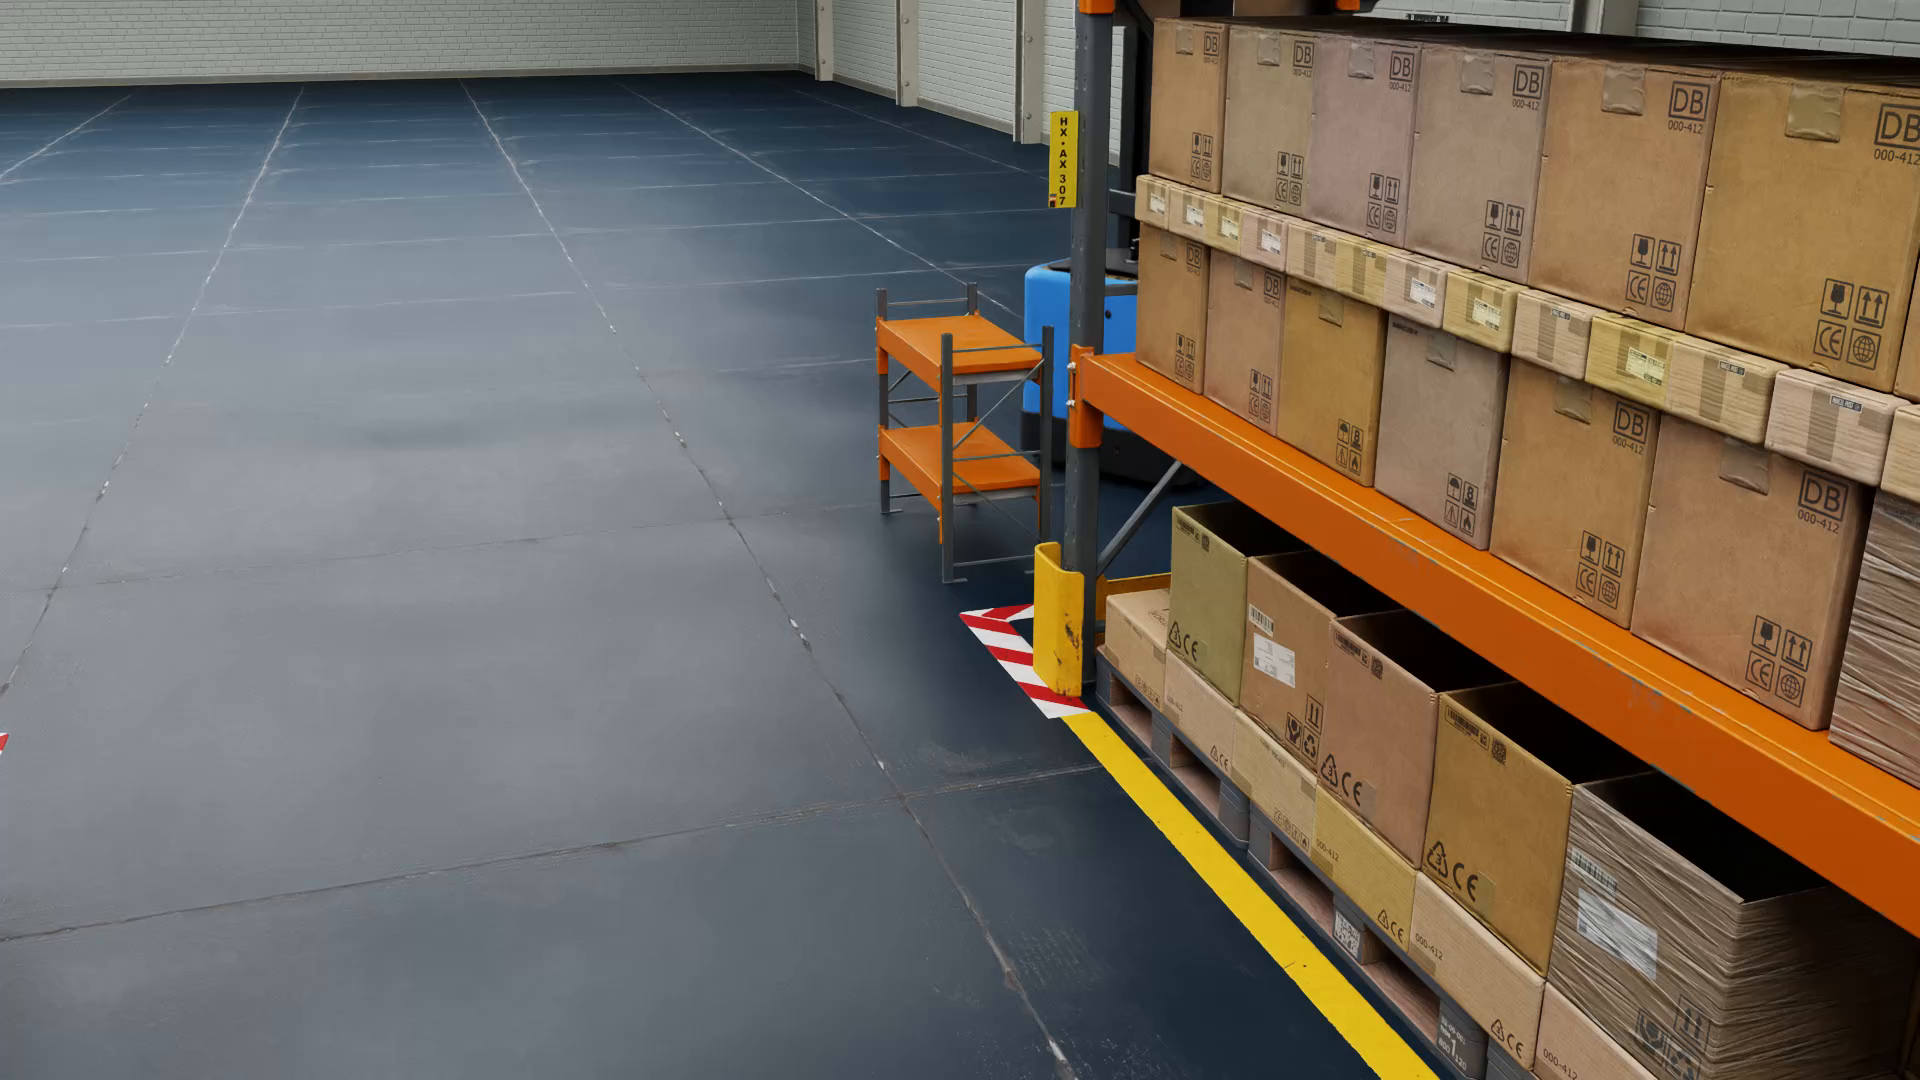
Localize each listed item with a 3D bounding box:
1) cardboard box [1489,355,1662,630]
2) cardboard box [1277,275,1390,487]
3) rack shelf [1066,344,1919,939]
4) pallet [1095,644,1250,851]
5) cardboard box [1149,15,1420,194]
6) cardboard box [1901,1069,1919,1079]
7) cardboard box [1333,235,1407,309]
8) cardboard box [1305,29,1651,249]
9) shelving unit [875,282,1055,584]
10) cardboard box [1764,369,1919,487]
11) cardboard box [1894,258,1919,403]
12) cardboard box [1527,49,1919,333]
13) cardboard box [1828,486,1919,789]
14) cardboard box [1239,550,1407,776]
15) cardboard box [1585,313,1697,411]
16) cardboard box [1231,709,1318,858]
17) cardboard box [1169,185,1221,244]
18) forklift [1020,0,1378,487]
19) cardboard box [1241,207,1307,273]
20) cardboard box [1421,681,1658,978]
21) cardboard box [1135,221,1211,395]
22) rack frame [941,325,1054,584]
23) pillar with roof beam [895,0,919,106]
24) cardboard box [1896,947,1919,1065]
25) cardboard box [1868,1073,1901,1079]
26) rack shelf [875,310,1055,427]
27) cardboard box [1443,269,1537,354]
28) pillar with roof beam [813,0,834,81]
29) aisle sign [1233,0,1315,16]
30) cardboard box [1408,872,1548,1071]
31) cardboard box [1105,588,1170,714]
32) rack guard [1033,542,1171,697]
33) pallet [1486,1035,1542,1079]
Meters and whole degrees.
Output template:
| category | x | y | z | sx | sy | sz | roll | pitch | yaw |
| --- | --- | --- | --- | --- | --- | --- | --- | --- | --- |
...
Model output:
| category | x | y | z | sx | sy | sz | roll | pitch | yaw |
| --- | --- | --- | --- | --- | --- | --- | --- | --- | --- |
| cardboard box | 1.671 | -0.158 | 3.770 | 0.700 | 0.500 | 0.500 | -6 | 21 | -16 |
| cardboard box | 1.340 | -0.490 | 4.696 | 0.700 | 0.500 | 0.500 | -6 | 21 | -17 |
| rack shelf | 1.514 | 0.058 | 4.382 | 1.077 | 0.370 | 4.000 | -6 | 21 | -17 |
| pallet | 1.165 | 0.631 | 5.848 | 1.003 | 0.211 | 1.213 | -6 | 21 | -17 |
| cardboard box | 1.036 | -1.412 | 5.343 | 0.700 | 0.500 | 0.500 | -6 | 21 | -17 |
| cardboard box | 2.284 | 1.277 | 3.371 | 0.500 | 0.250 | 0.500 | -6 | 21 | -17 |
| cardboard box | 1.211 | -0.713 | 4.356 | 0.380 | 0.149 | 0.250 | -7 | 21 | -18 |
| cardboard box | 1.366 | -1.082 | 4.425 | 0.700 | 0.500 | 0.500 | -6 | 21 | -17 |
| shelving unit | 0.002 | -0.527 | 7.720 | 0.538 | 1.125 | 1.048 | -6 | 21 | -17 |
| cardboard box | 1.693 | -0.219 | 2.981 | 0.380 | 0.149 | 0.250 | -7 | 21 | -19 |
| cardboard box | 1.997 | -0.438 | 2.632 | 0.700 | 0.500 | 0.500 | -6 | 21 | -17 |
| cardboard box | 1.680 | -0.761 | 3.531 | 0.700 | 0.500 | 0.500 | -6 | 21 | -17 |
| cardboard box | 1.997 | 0.172 | 2.851 | 0.700 | 0.500 | 0.500 | -7 | 21 | -19 |
| cardboard box | 1.171 | 0.336 | 4.880 | 0.500 | 0.500 | 0.500 | -6 | 21 | -17 |
| cardboard box | 1.535 | -0.382 | 3.436 | 0.380 | 0.149 | 0.250 | -6 | 21 | -17 |
| cardboard box | 1.160 | 0.690 | 5.004 | 0.500 | 0.250 | 0.500 | -6 | 21 | -17 |
| cardboard box | 0.890 | -1.042 | 5.271 | 0.380 | 0.149 | 0.250 | -7 | 21 | -19 |
| forklift | 1.628 | -2.085 | 9.385 | 1.130 | 2.935 | 3.031 | 15 | 24 | 35 |
| cardboard box | 1.044 | -0.880 | 4.822 | 0.380 | 0.149 | 0.250 | -7 | 21 | -18 |
| cardboard box | 1.482 | 0.657 | 3.986 | 0.500 | 0.500 | 0.500 | -6 | 21 | -17 |
| cardboard box | 1.020 | -0.818 | 5.609 | 0.700 | 0.500 | 0.500 | -6 | 21 | -17 |
| rack frame | 0.162 | -0.364 | 7.266 | 0.500 | 1.125 | 0.032 | -6 | 21 | -17 |
| pillar with roof beam | -5.003 | -11.385 | 26.301 | 9.100 | 9.000 | 0.400 | -6 | 21 | -17 |
| cardboard box | 2.129 | 0.763 | 3.692 | 0.500 | 0.500 | 0.500 | -6 | 21 | -17 |
| cardboard box | 1.789 | 1.332 | 3.217 | 0.500 | 0.250 | 0.500 | -6 | 21 | -17 |
| rack shelf | 0.002 | -0.803 | 7.621 | 0.538 | 0.278 | 1.000 | -6 | 21 | -17 |
| cardboard box | 1.370 | -0.548 | 3.898 | 0.380 | 0.149 | 0.250 | -6 | 21 | -15 |
| pillar with roof beam | -6.888 | -13.310 | 31.662 | 9.100 | 9.000 | 0.400 | -6 | 21 | -17 |
| aisle sign | 1.143 | -2.198 | 5.753 | 0.394 | 0.787 | 0.004 | -6 | 21 | -17 |
| cardboard box | 1.470 | 1.012 | 4.109 | 0.500 | 0.250 | 0.500 | -6 | 21 | -17 |
| cardboard box | 0.842 | 0.370 | 5.896 | 0.500 | 0.250 | 0.500 | -6 | 21 | -17 |
| rack guard | 0.878 | 0.246 | 6.491 | 1.175 | 0.500 | 0.348 | -6 | 21 | -17 |
| pallet | 1.932 | 1.414 | 3.668 | 1.003 | 0.211 | 1.213 | -6 | 21 | -17 |
